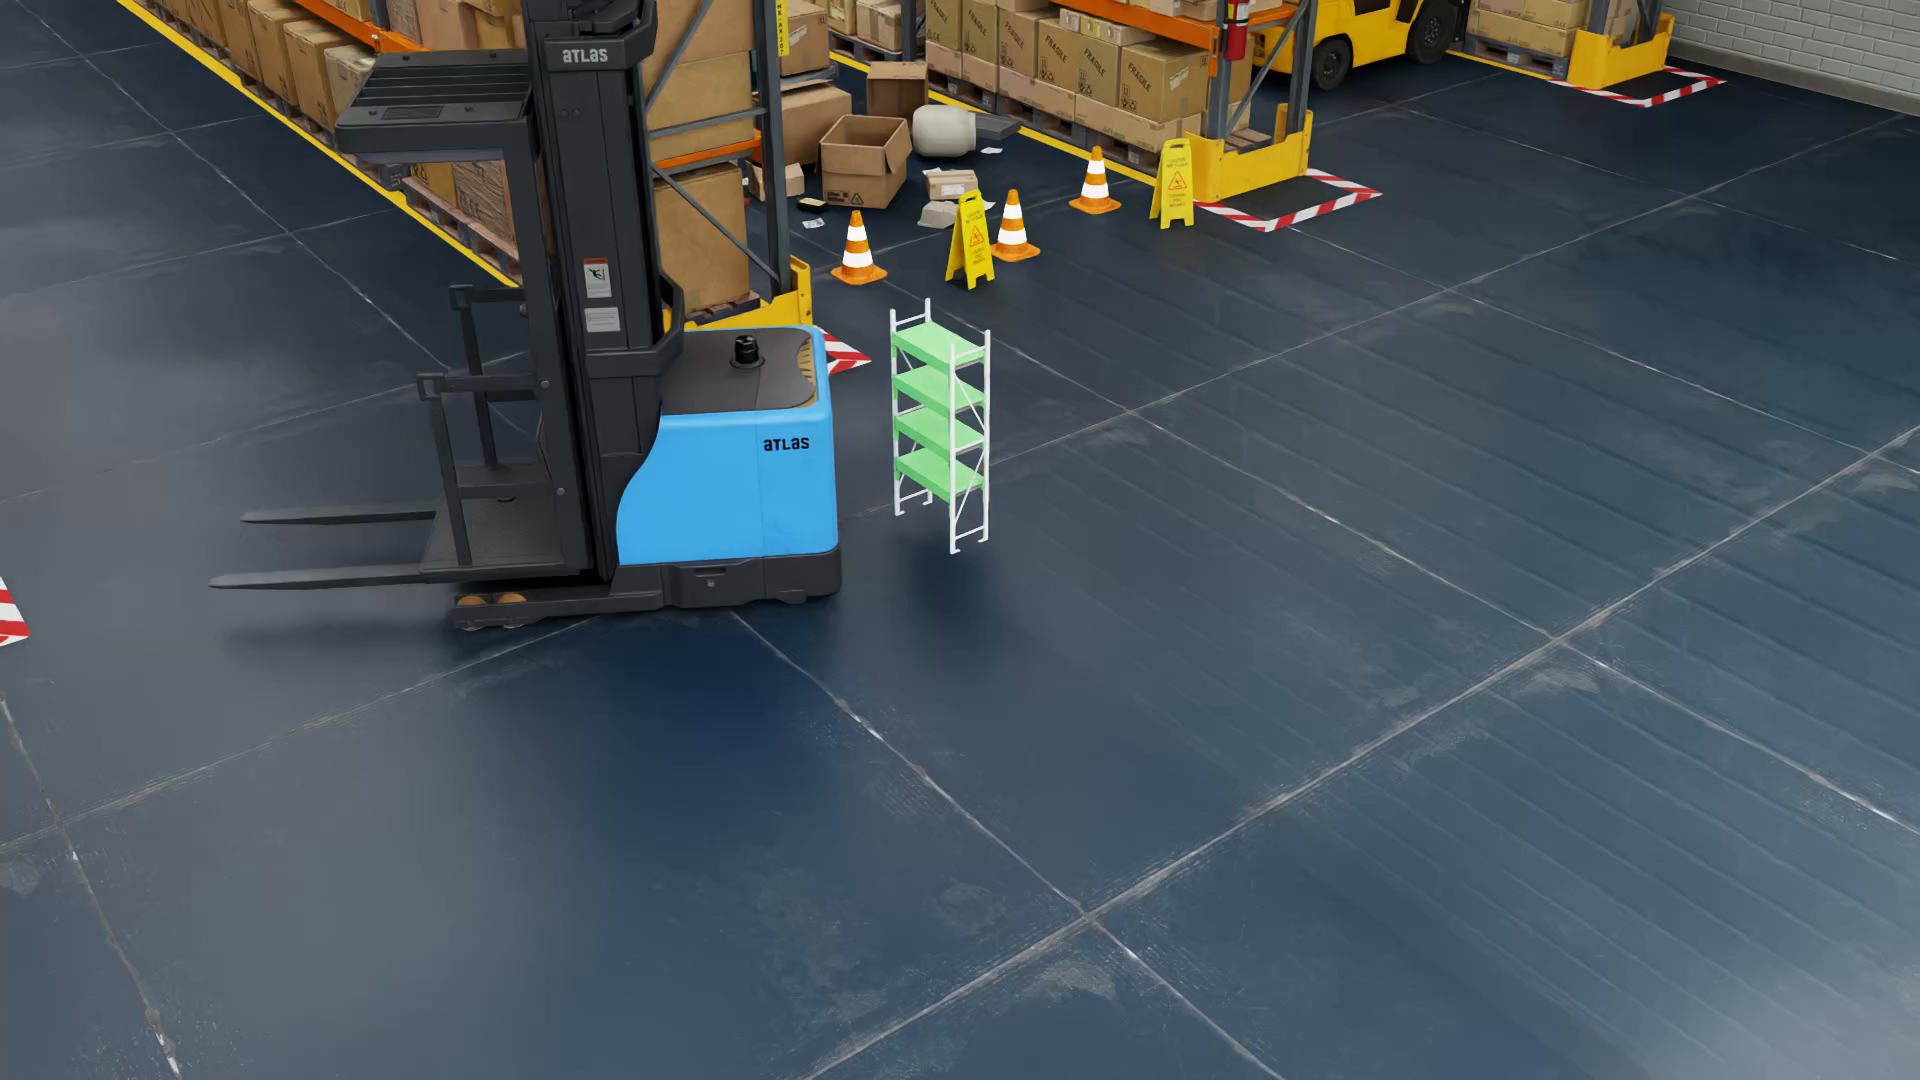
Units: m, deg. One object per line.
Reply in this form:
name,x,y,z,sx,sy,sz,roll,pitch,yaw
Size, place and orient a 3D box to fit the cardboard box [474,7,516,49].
cardboard box,-2.733,-3.384,11.213,0.875,0.550,0.500,-22,38,-31

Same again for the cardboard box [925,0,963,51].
cardboard box,0.031,-4.783,15.105,0.500,0.500,0.500,-20,37,-29

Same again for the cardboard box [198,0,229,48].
cardboard box,-7.029,-5.117,16.117,0.500,0.500,0.500,-22,38,-32

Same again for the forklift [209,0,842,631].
forklift,-2.138,-1.101,7.745,3.031,2.935,1.130,-3,32,-6

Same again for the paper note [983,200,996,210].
paper note,0.183,-2.609,12.922,0.142,0.019,0.148,18,36,27

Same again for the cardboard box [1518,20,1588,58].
cardboard box,5.716,-4.832,15.895,0.500,0.250,0.500,-22,38,-31

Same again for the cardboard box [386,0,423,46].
cardboard box,-3.730,-4.058,12.298,0.875,0.550,0.550,-22,38,-31

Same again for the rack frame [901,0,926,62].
rack frame,-0.118,-5.787,15.225,1.000,3.000,0.127,-22,38,-31

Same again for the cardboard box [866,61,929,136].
cardboard box,-0.536,-3.840,14.456,0.500,0.500,0.500,1,32,2

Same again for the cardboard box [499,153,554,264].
cardboard box,-2.522,-2.380,11.354,0.875,0.875,0.875,-23,39,-32

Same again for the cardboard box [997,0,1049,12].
cardboard box,0.544,-4.662,14.296,0.380,0.149,0.250,-20,37,-29

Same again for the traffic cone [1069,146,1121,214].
traffic cone,1.052,-2.804,12.827,0.336,0.463,0.334,-22,38,-31

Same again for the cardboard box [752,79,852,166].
cardboard box,-1.322,-3.417,13.647,0.797,0.637,0.503,-22,38,-31

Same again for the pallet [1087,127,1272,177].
pallet,1.818,-3.317,13.891,1.003,0.211,1.213,-22,38,-31

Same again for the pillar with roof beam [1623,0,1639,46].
pillar with roof beam,3.138,-7.465,12.241,9.100,9.000,0.400,-22,38,-31

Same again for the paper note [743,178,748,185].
paper note,-1.688,-2.905,13.406,0.172,0.023,0.155,-10,33,-15

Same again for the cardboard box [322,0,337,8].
cardboard box,-4.807,-4.528,13.102,0.500,0.500,0.500,-23,38,-32

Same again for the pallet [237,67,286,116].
pallet,-5.995,-4.273,15.430,1.003,0.211,1.213,-22,38,-31

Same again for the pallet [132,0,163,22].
pallet,-8.393,-5.969,18.161,1.003,0.211,1.213,-22,38,-31

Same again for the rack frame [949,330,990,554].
rack frame,0.048,-0.477,8.381,0.240,1.200,0.015,-22,38,-31

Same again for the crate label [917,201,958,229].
crate label,-0.147,-2.473,12.602,0.298,0.136,0.250,12,34,19

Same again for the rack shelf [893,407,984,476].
rack shelf,-0.101,-0.524,8.578,0.258,0.148,0.480,-22,38,-31

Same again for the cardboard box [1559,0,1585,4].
cardboard box,5.725,-5.254,15.627,0.500,0.250,0.500,-21,37,-30

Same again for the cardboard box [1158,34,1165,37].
cardboard box,1.720,-4.101,14.007,0.500,0.500,0.500,-24,39,-33

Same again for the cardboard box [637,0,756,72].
cardboard box,-1.710,-3.166,9.839,0.875,0.550,0.550,-22,38,-31

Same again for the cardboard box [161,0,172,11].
cardboard box,-7.971,-5.767,17.163,0.500,0.500,0.500,-22,38,-31

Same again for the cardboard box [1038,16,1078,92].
cardboard box,1.011,-4.128,14.050,0.500,0.500,0.500,-23,39,-32

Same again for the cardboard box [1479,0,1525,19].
cardboard box,5.409,-5.265,16.118,0.500,0.250,0.500,-23,38,-32

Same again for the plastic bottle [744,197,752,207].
plastic bottle,-1.738,-2.605,12.887,0.133,0.061,0.283,18,36,27

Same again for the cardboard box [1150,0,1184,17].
cardboard box,1.694,-4.170,12.859,0.380,0.149,0.250,-23,38,-32

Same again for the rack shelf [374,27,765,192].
rack shelf,-2.740,-3.005,11.426,1.077,0.370,4.000,-22,38,-31

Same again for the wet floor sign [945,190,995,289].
wet floor sign,0.069,-2.105,11.528,0.232,0.644,0.267,26,40,35

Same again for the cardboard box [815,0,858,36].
cardboard box,-0.885,-5.366,16.639,0.950,0.372,0.625,-20,37,-29

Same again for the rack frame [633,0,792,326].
rack frame,-1.513,-2.477,9.895,1.000,3.000,0.127,-22,38,-31

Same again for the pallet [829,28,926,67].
pallet,-0.597,-4.927,16.482,1.003,0.211,1.213,-22,38,-31

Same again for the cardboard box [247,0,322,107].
cardboard box,-5.578,-4.387,14.705,1.050,0.750,0.750,-22,38,-31

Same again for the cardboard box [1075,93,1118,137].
cardboard box,1.315,-3.599,13.910,0.500,0.250,0.500,-22,38,-31

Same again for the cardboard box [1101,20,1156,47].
cardboard box,1.360,-4.106,13.400,0.380,0.149,0.250,-21,38,-30

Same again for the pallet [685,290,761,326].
pallet,-2.065,-1.600,11.126,1.003,0.211,1.213,-22,38,-31

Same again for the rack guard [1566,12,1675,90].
rack guard,6.268,-4.656,15.773,1.175,0.500,0.348,-22,38,-31

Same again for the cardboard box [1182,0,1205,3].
cardboard box,1.784,-4.426,12.657,0.500,0.500,0.500,-23,39,-32

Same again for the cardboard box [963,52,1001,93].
cardboard box,0.367,-4.246,14.951,0.500,0.250,0.500,-20,37,-29

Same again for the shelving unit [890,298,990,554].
shelving unit,-0.101,-0.579,8.545,0.258,1.200,0.503,-22,38,-31
